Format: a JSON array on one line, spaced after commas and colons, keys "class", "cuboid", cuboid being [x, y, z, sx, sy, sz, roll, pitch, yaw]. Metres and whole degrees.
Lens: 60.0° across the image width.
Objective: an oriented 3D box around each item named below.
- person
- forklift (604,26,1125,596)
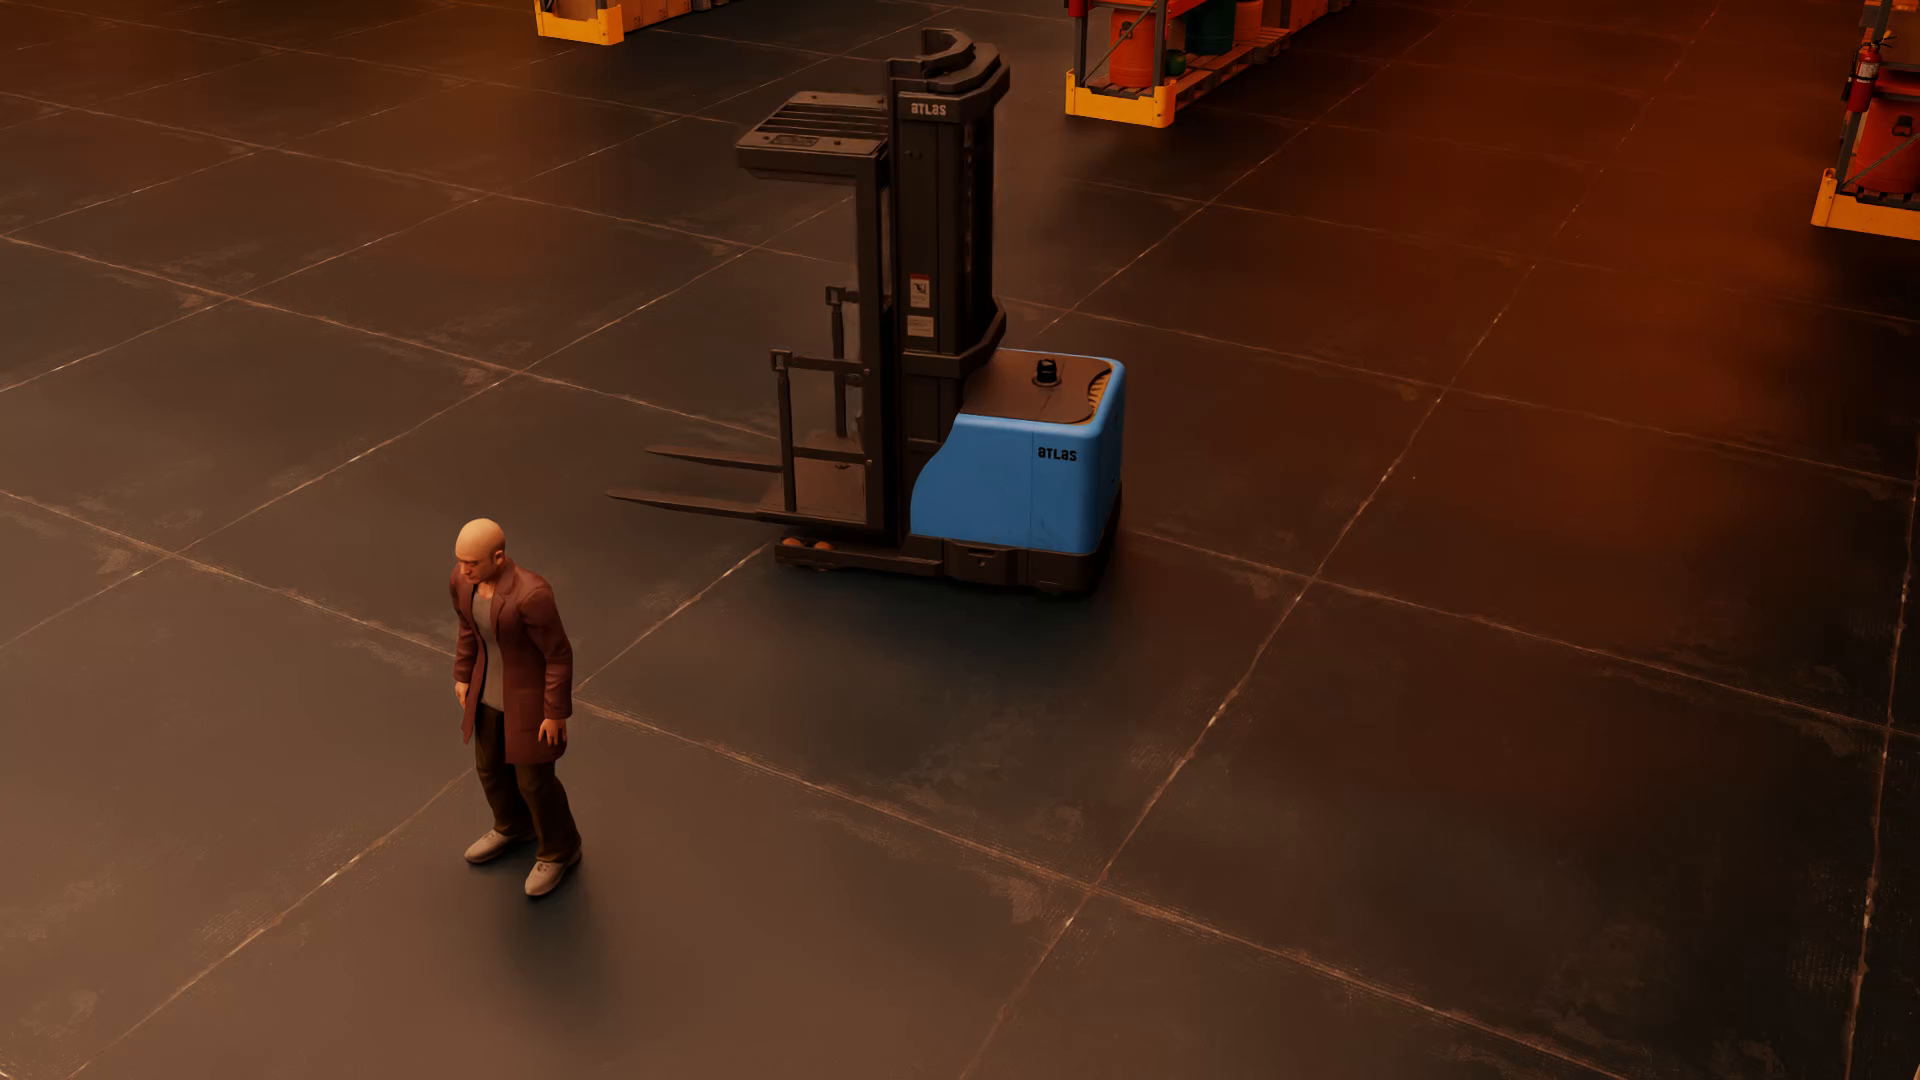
[{"class": "person", "cuboid": [-1.905, 0.674, 7.064, 0.644, 1.774, 0.436, 18, 35, 29]}, {"class": "forklift", "cuboid": [-0.600, -1.336, 9.386, 3.031, 2.935, 1.130, 7, 31, 12]}]
